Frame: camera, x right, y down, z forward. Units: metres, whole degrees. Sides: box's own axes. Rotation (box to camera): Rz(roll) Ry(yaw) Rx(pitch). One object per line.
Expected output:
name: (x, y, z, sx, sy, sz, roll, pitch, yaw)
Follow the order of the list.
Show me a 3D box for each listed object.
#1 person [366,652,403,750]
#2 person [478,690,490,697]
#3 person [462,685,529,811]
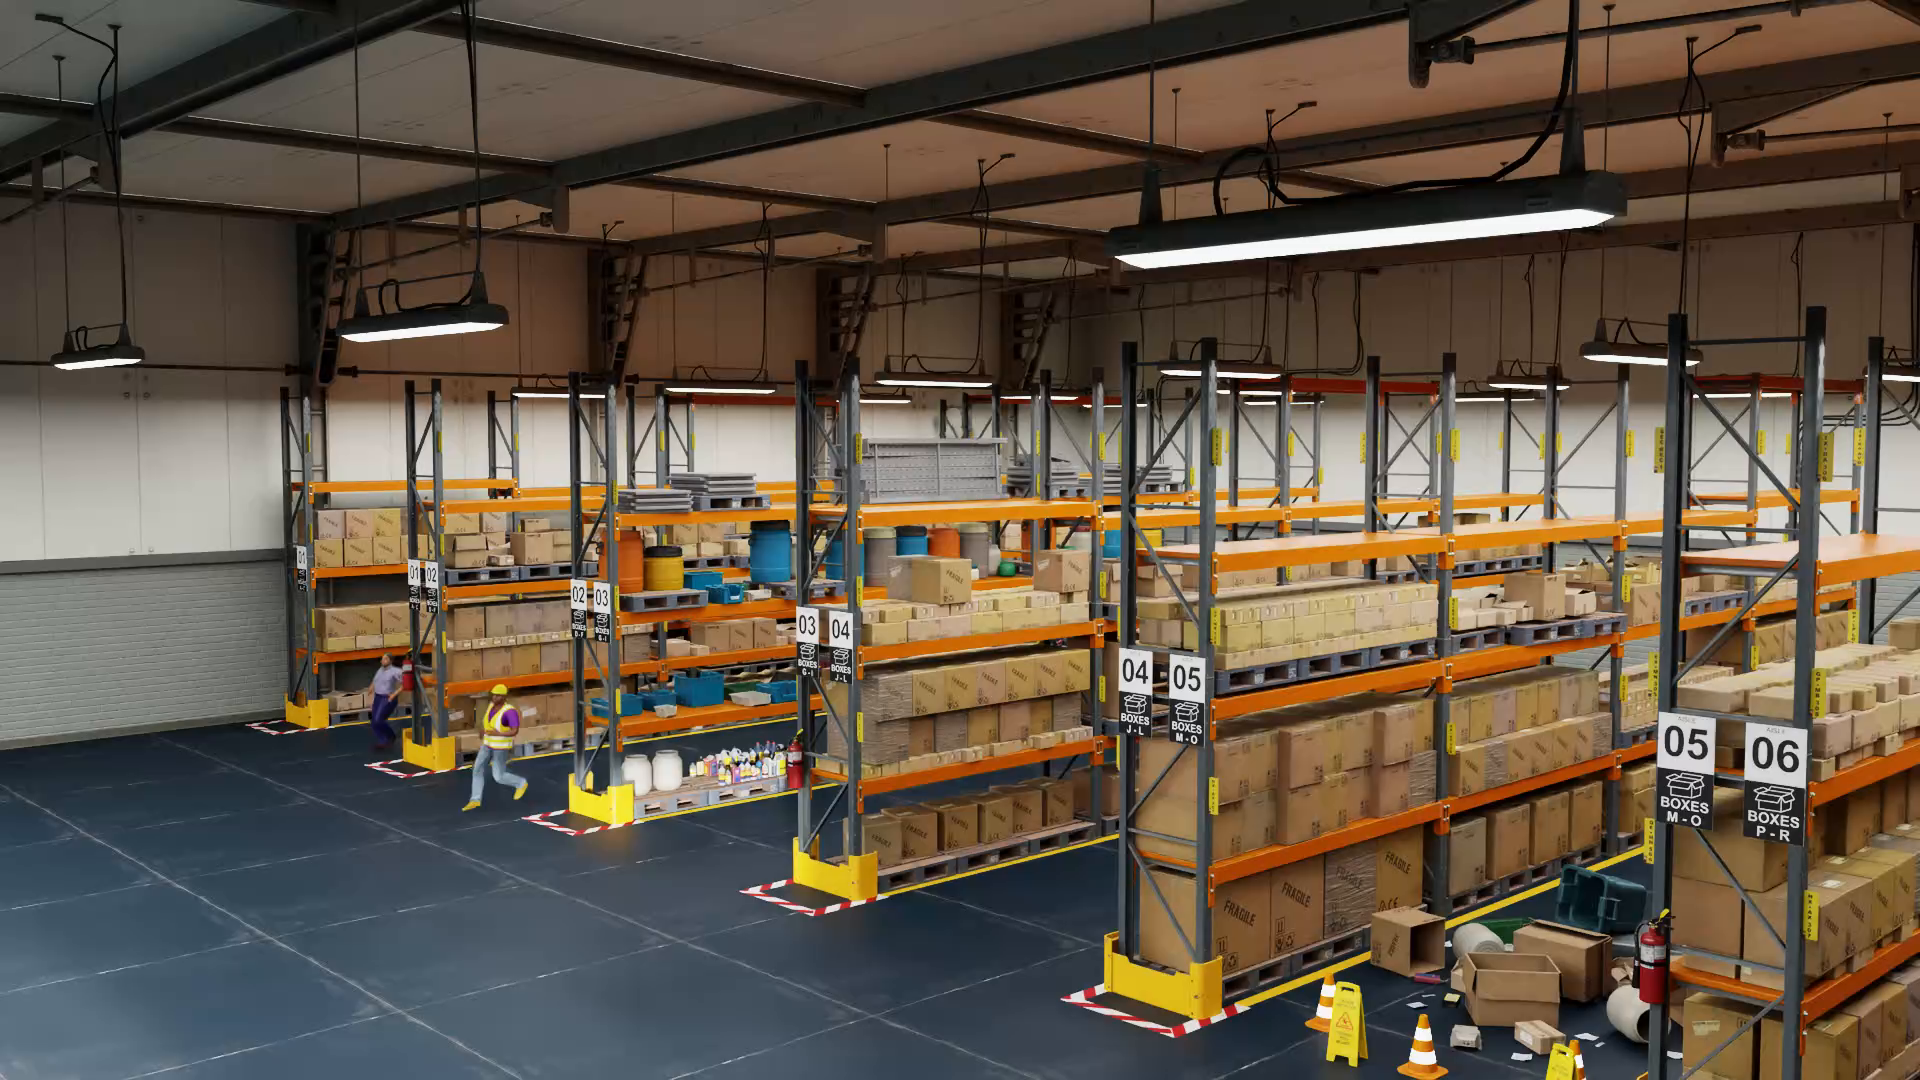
person: (-9.399, 2.638, 27.095, 0.675, 1.594, 0.510, 2, 4, 33)
person: (-7.967, 2.470, 28.175, 0.686, 1.765, 0.953, 3, 5, 40)
person: (-6.365, 2.852, 22.964, 0.729, 1.736, 0.889, 3, 4, 35)
